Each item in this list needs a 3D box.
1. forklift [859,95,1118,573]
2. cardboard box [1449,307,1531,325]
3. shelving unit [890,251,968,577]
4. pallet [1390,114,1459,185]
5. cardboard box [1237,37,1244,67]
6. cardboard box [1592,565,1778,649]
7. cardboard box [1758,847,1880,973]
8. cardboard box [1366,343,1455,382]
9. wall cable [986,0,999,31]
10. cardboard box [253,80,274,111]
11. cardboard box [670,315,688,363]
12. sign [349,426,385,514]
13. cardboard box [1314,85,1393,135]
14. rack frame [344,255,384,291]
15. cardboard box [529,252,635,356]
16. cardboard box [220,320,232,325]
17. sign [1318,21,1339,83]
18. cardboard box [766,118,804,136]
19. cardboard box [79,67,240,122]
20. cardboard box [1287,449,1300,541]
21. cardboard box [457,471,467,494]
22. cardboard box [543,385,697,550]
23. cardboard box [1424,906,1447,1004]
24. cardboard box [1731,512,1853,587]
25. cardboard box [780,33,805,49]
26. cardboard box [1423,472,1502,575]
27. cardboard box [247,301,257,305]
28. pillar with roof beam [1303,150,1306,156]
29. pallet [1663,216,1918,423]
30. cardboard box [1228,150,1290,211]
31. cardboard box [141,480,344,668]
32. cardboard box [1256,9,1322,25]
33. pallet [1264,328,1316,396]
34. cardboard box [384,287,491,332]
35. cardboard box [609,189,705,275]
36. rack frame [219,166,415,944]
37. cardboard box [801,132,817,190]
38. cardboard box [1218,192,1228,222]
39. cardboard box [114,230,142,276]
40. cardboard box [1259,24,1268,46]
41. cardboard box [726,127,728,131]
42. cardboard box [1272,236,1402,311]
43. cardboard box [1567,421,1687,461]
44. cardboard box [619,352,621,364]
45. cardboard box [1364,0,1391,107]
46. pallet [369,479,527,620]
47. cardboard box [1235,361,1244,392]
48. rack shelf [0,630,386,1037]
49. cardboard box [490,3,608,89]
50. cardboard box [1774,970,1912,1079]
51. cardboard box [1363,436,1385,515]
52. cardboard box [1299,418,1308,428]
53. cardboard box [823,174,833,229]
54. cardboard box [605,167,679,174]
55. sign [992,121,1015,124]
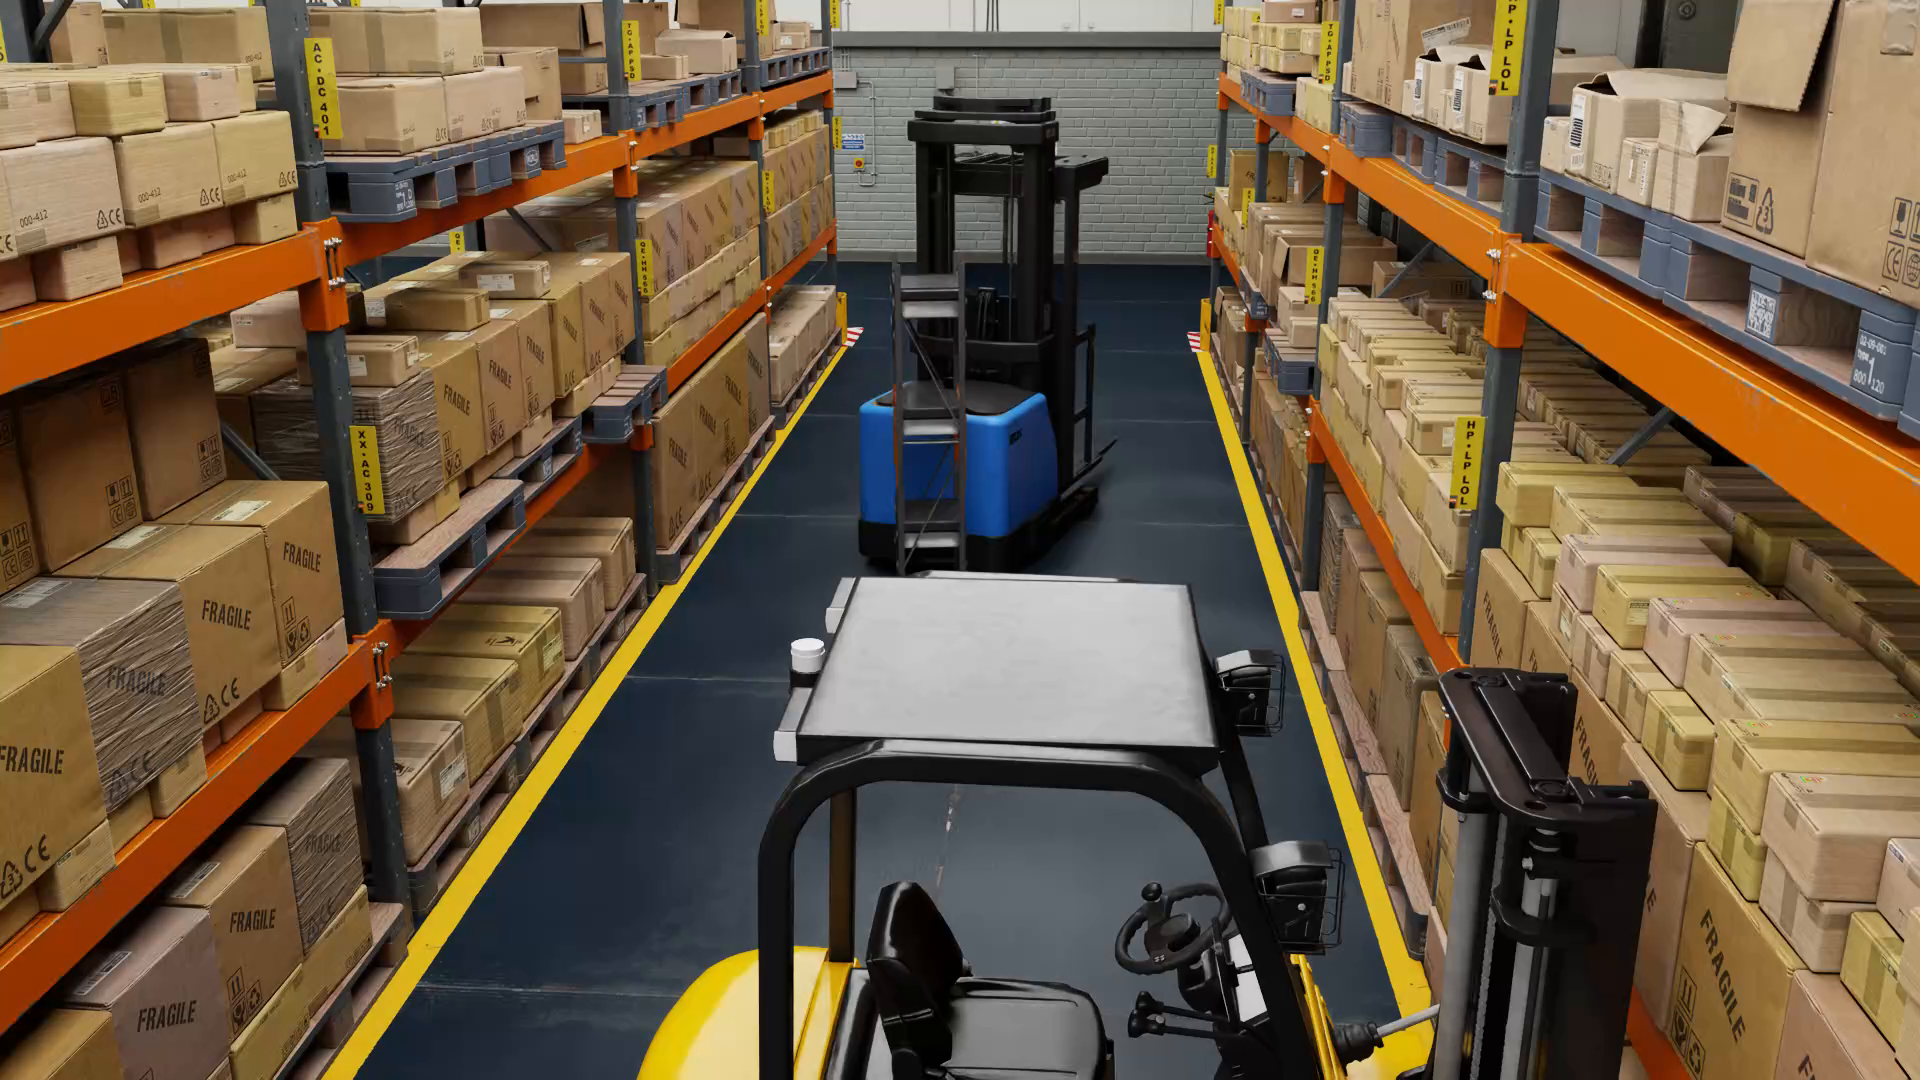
[{"bbox_3d":[0.365,-1.601,11.601,1.130,2.935,3.031,7,19,21],"label":"forklift"},{"bbox_3d":[2.832,-1.148,8.908,0.380,0.149,0.250,2,18,5],"label":"cardboard box"},{"bbox_3d":[-0.187,-0.652,10.038,0.431,2.100,0.503,-1,18,-4],"label":"shelving unit"},{"bbox_3d":[2.524,-1.757,7.455,1.003,0.211,1.213,2,18,6],"label":"pallet"},{"bbox_3d":[2.750,-4.352,14.834,0.500,0.250,0.500,1,18,3],"label":"cardboard box"},{"bbox_3d":[1.904,0.177,4.385,0.380,0.149,0.250,1,18,3],"label":"cardboard box"},{"bbox_3d":[1.802,0.713,3.227,0.380,0.149,0.250,1,18,2],"label":"cardboard box"},{"bbox_3d":[2.162,-0.844,7.980,0.380,0.149,0.250,2,18,5],"label":"cardboard box"},{"bbox_3d":[1.835,-8.126,21.711,2.988,3.039,0.133,1,18,4],"label":"wall cable"},{"bbox_3d":[-2.780,-1.588,6.200,0.500,0.250,0.500,1,18,3],"label":"cardboard box"},{"bbox_3d":[-2.086,-1.326,10.895,0.500,0.250,0.500,1,18,2],"label":"cardboard box"},{"bbox_3d":[-2.136,-0.251,5.981,0.100,0.325,0.005,1,18,4],"label":"sign"},{"bbox_3d":[2.355,-2.501,9.662,0.500,0.250,0.500,1,18,2],"label":"cardboard box"},{"bbox_3d":[-6.762,-3.655,17.761,1.000,3.000,0.127,1,18,4],"label":"rack frame"},{"bbox_3d":[-2.146,-1.333,9.360,0.500,0.500,0.500,1,18,2],"label":"cardboard box"},{"bbox_3d":[-6.674,-1.965,15.553,0.380,0.149,0.250,2,18,5],"label":"cardboard box"},{"bbox_3d":[2.019,-2.666,9.094,0.100,0.325,0.005,1,18,4],"label":"sign"},{"bbox_3d":[-1.680,-3.894,15.680,0.380,0.149,0.250,2,18,5],"label":"cardboard box"},{"bbox_3d":[-2.425,-1.348,5.026,0.380,0.149,0.250,1,18,3],"label":"cardboard box"},{"bbox_3d":[2.423,-0.285,10.815,0.500,0.500,0.500,1,18,3],"label":"cardboard box"},{"bbox_3d":[-2.352,-0.261,7.132,0.380,0.149,0.250,2,18,7],"label":"cardboard box"},{"bbox_3d":[-2.258,-0.494,10.851,0.875,0.875,0.875,1,18,3],"label":"cardboard box"},{"bbox_3d":[1.909,1.510,5.738,0.500,0.250,0.500,1,18,4],"label":"cardboard box"},{"bbox_3d":[2.487,0.029,4.838,0.380,0.149,0.250,1,18,3],"label":"cardboard box"},{"bbox_3d":[-1.710,-4.855,16.175,0.380,0.149,0.250,0,18,0],"label":"cardboard box"},{"bbox_3d":[2.054,-0.064,6.239,0.500,0.250,0.500,1,18,3],"label":"cardboard box"},{"bbox_3d":[-7.148,-2.299,16.571,0.380,0.149,0.250,2,18,6],"label":"cardboard box"},{"bbox_3d":[-0.068,-7.231,19.038,9.100,9.000,0.400,1,18,4],"label":"pillar with roof beam"},{"bbox_3d":[2.148,-0.480,3.394,1.003,0.211,1.213,1,18,4],"label":"pallet"},{"bbox_3d":[2.725,-3.292,15.212,0.500,0.500,0.500,2,18,5],"label":"cardboard box"},{"bbox_3d":[-2.461,0.106,5.645,0.500,0.500,0.500,1,18,3],"label":"cardboard box"},{"bbox_3d":[2.643,-4.119,13.321,0.500,0.250,0.500,1,18,4],"label":"cardboard box"},{"bbox_3d":[2.539,-1.103,10.279,1.213,0.211,1.003,1,18,4],"label":"pallet"},{"bbox_3d":[-2.316,-1.024,7.376,0.380,0.149,0.250,2,18,7],"label":"cardboard box"},{"bbox_3d":[-2.033,-2.077,11.177,0.500,0.500,0.500,2,18,5],"label":"cardboard box"},{"bbox_3d":[-2.678,0.151,6.146,1.000,3.000,0.127,1,18,4],"label":"rack frame"},{"bbox_3d":[-1.661,-3.627,15.909,0.500,0.500,0.500,1,18,4],"label":"cardboard box"},{"bbox_3d":[2.797,-3.245,16.272,0.500,0.250,0.500,1,18,5],"label":"cardboard box"},{"bbox_3d":[-2.561,-0.816,4.683,0.380,0.149,0.250,1,18,2],"label":"cardboard box"},{"bbox_3d":[2.380,-3.673,12.090,0.380,0.149,0.250,1,18,3],"label":"cardboard box"},{"bbox_3d":[-2.262,-3.582,14.729,0.380,0.149,0.250,1,18,3],"label":"cardboard box"},{"bbox_3d":[2.493,-1.742,11.081,0.797,0.503,0.637,1,18,3],"label":"cardboard box"},{"bbox_3d":[2.603,-0.359,6.500,0.380,0.149,0.250,1,18,4],"label":"cardboard box"},{"bbox_3d":[-2.180,-1.065,9.584,0.380,0.149,0.250,2,18,6],"label":"cardboard box"},{"bbox_3d":[2.329,-2.323,7.884,0.700,0.500,0.500,1,18,3],"label":"cardboard box"},{"bbox_3d":[-2.478,0.008,6.890,1.003,0.211,1.213,1,18,4],"label":"pallet"},{"bbox_3d":[2.620,-1.415,14.640,0.396,0.266,0.258,2,18,6],"label":"cardboard box"},{"bbox_3d":[-2.821,1.114,4.362,1.077,0.370,4.000,1,18,4],"label":"rack shelf"},{"bbox_3d":[-2.509,-3.076,10.340,0.700,0.500,0.500,0,18,1],"label":"cardboard box"},{"bbox_3d":[1.807,1.136,2.979,0.500,0.500,0.500,2,18,6],"label":"cardboard box"},{"bbox_3d":[2.175,-0.301,7.765,0.500,0.250,0.500,2,18,6],"label":"cardboard box"},{"bbox_3d":[2.459,-0.708,11.065,0.380,0.149,0.250,2,18,6],"label":"cardboard box"},{"bbox_3d":[-1.588,-3.468,17.029,0.500,0.500,0.500,1,18,4],"label":"cardboard box"},{"bbox_3d":[-2.431,-2.568,12.675,0.500,0.500,0.500,1,18,4],"label":"cardboard box"},{"bbox_3d":[0.608,-5.694,22.656,0.339,0.242,0.001,1,18,4],"label":"sign"}]
